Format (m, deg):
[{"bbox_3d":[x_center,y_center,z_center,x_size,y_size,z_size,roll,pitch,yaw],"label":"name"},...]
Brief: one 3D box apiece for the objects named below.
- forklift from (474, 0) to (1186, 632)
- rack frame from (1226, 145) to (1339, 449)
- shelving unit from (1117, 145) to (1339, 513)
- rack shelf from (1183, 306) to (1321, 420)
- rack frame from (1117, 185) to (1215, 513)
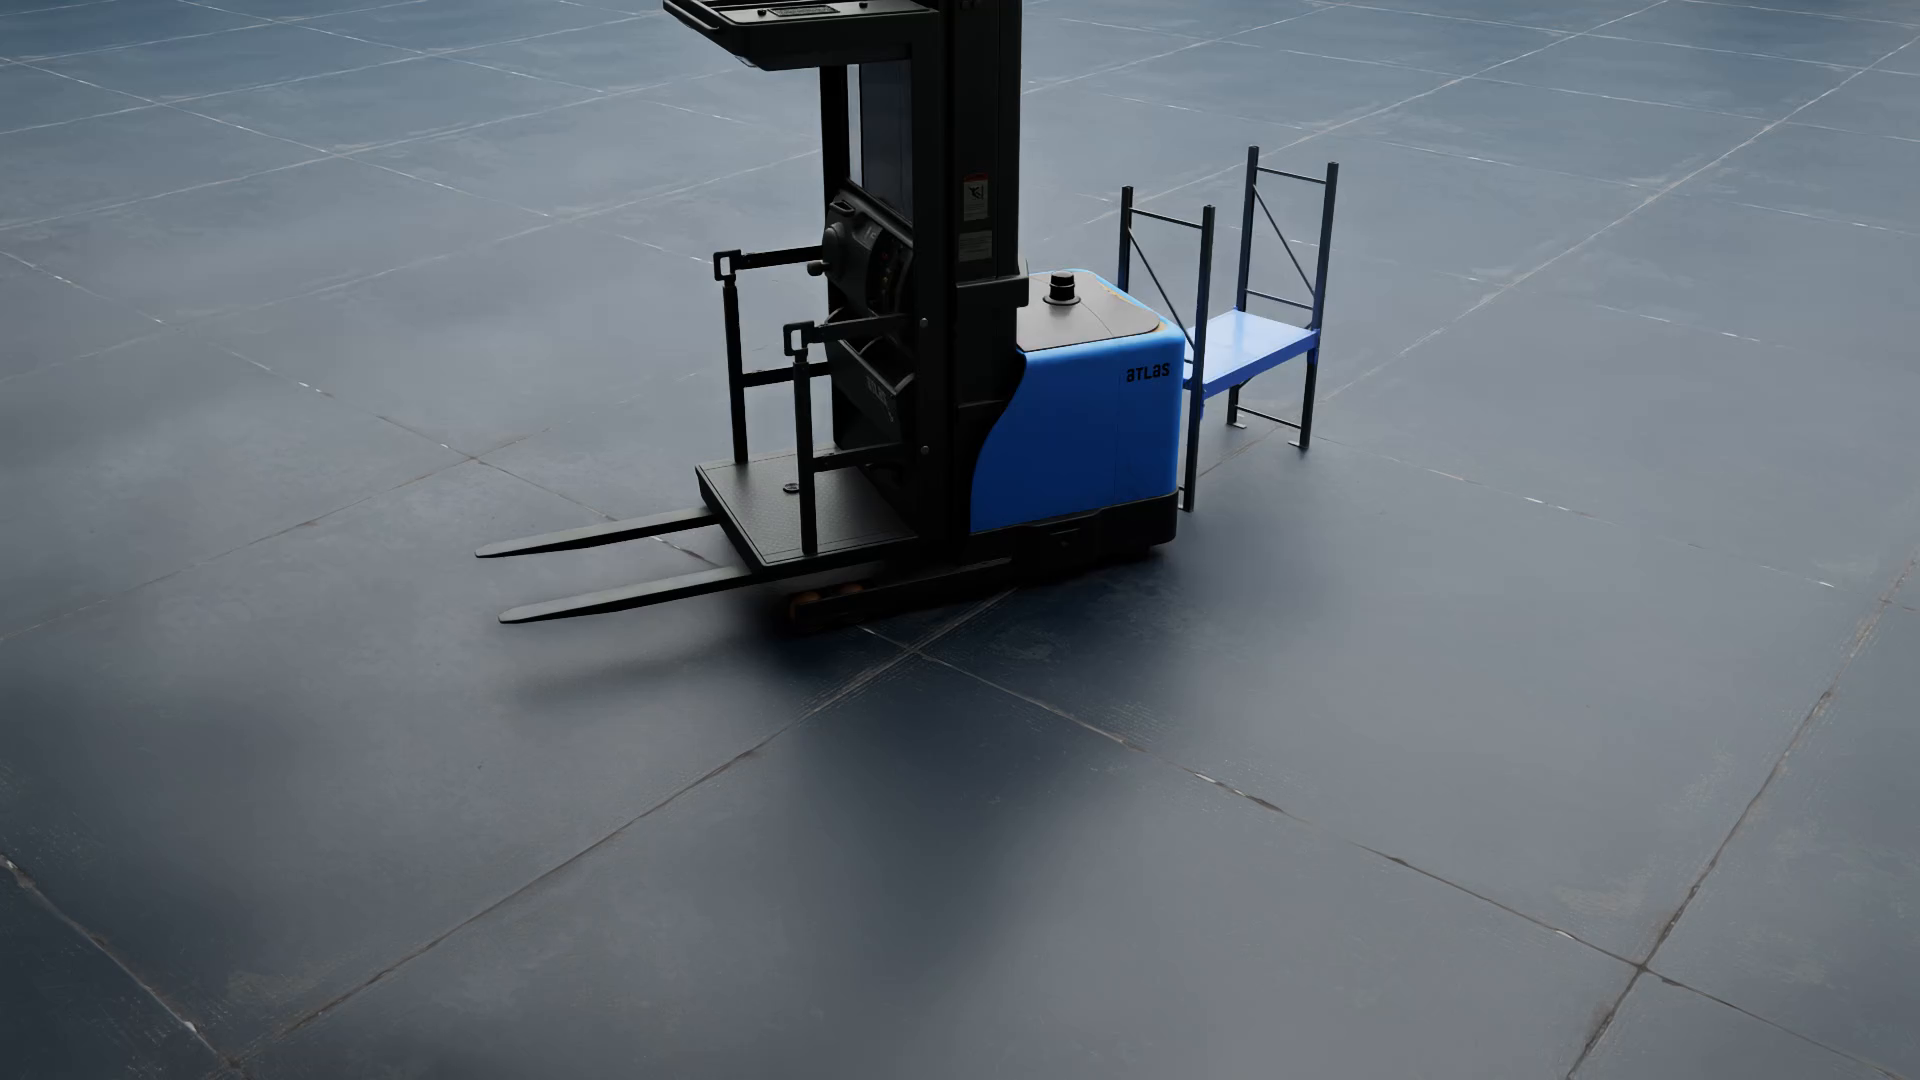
[{"bbox_3d":[-0.572,-1.189,6.859,3.031,2.935,1.130,-11,29,-20],"label":"forklift"},{"bbox_3d":[1.629,-1.221,8.478,0.500,1.500,0.032,23,35,37],"label":"rack frame"},{"bbox_3d":[1.282,-1.051,8.149,0.538,1.500,1.048,23,35,37],"label":"shelving unit"},{"bbox_3d":[1.282,-0.891,8.231,0.538,0.185,1.000,23,35,37],"label":"rack shelf"},{"bbox_3d":[0.934,-0.880,7.819,0.500,1.500,0.032,23,35,37],"label":"rack frame"}]
